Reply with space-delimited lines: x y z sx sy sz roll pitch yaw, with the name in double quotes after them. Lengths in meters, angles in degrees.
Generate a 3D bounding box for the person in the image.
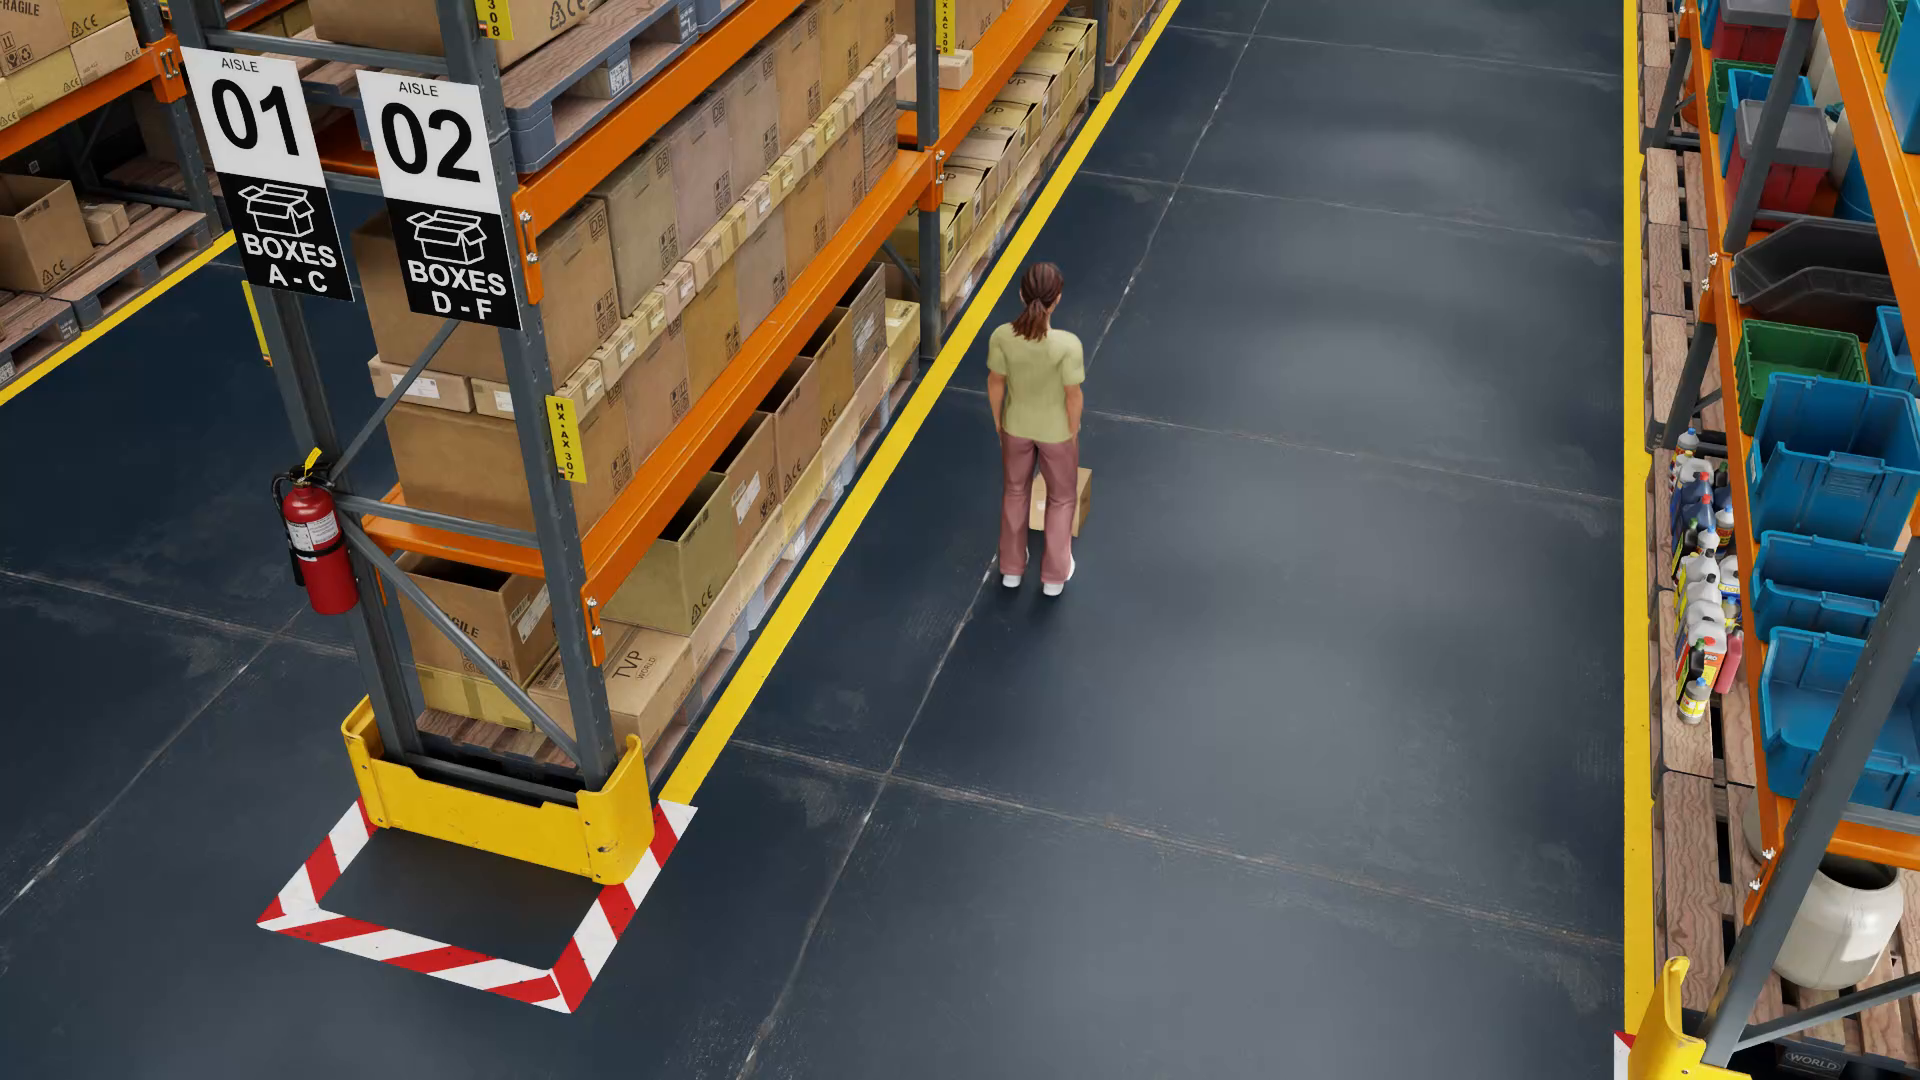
0.341 -0.487 7.542 0.447 1.670 0.360 11 39 15 "person"
